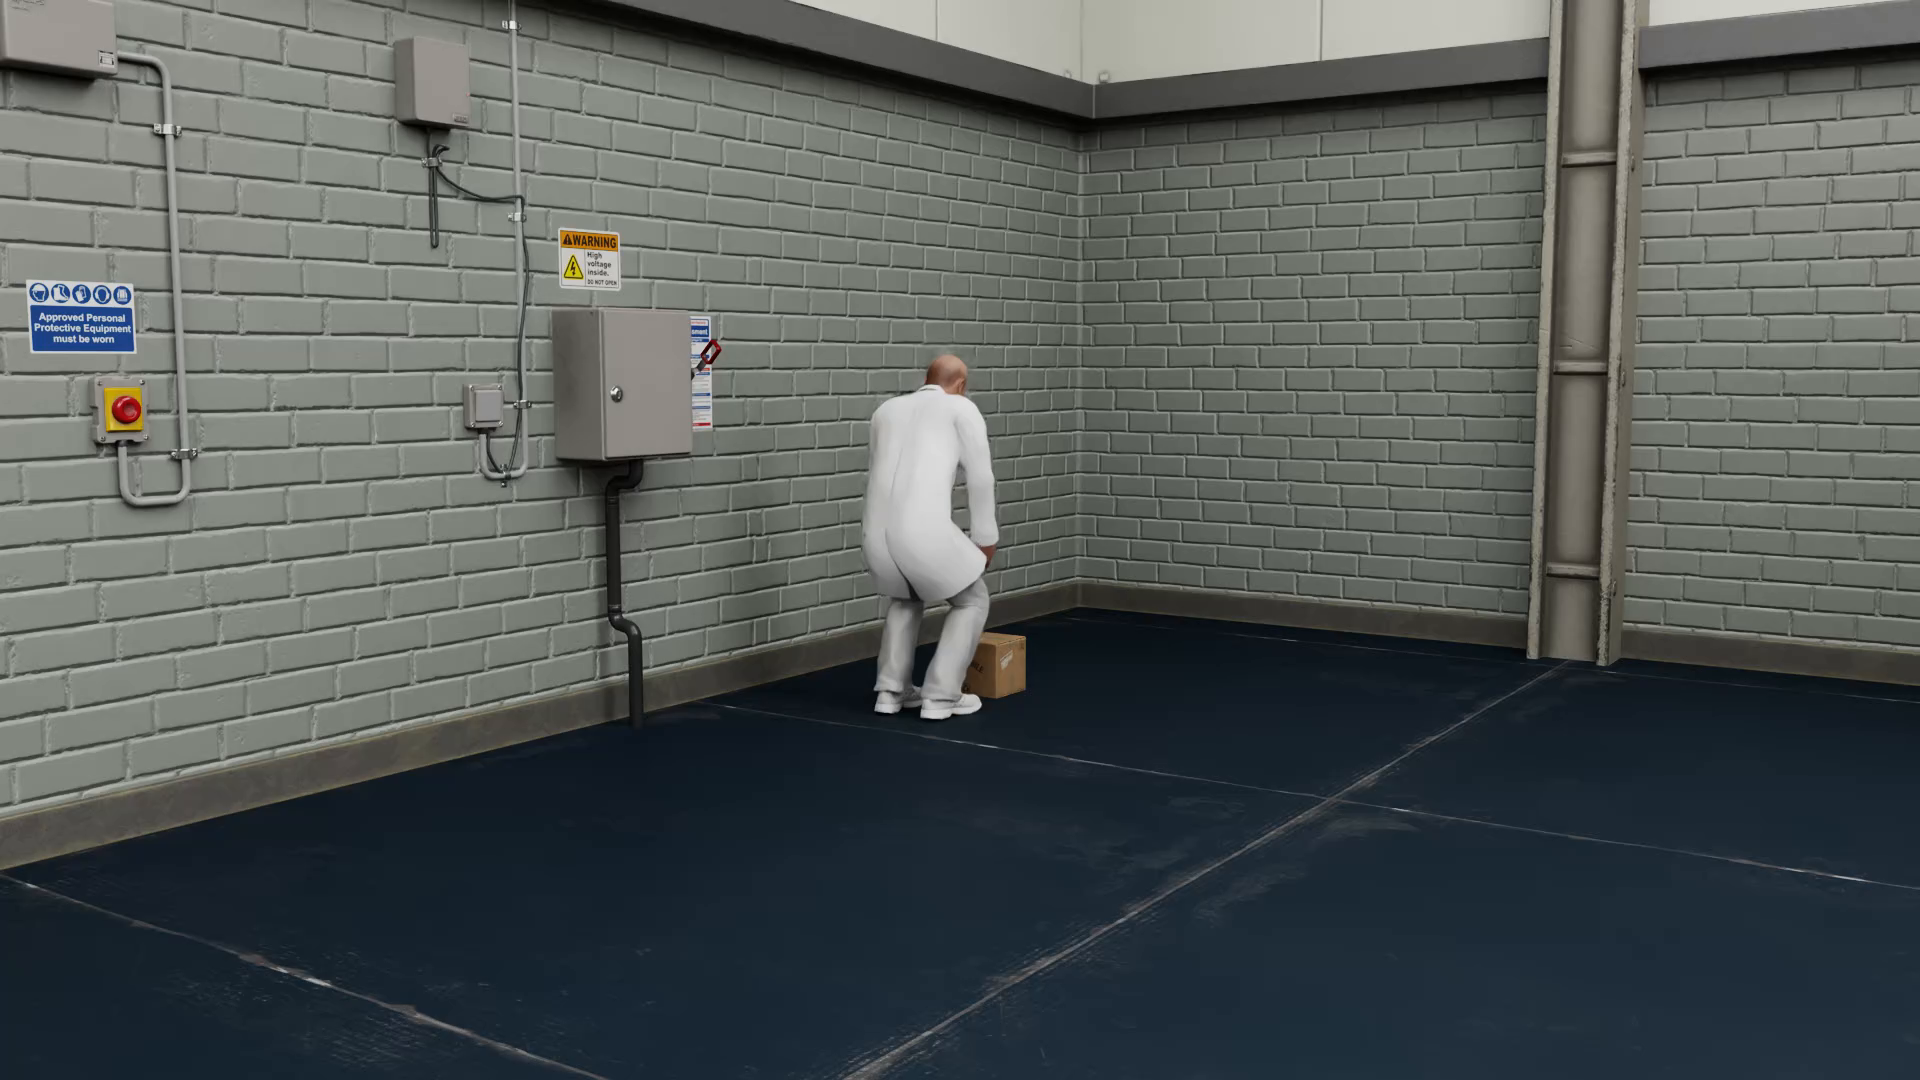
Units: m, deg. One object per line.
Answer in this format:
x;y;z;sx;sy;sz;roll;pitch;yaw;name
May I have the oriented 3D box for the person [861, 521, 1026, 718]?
-0.061;0.336;7.270;0.580;0.824;0.947;4;7;32;person
